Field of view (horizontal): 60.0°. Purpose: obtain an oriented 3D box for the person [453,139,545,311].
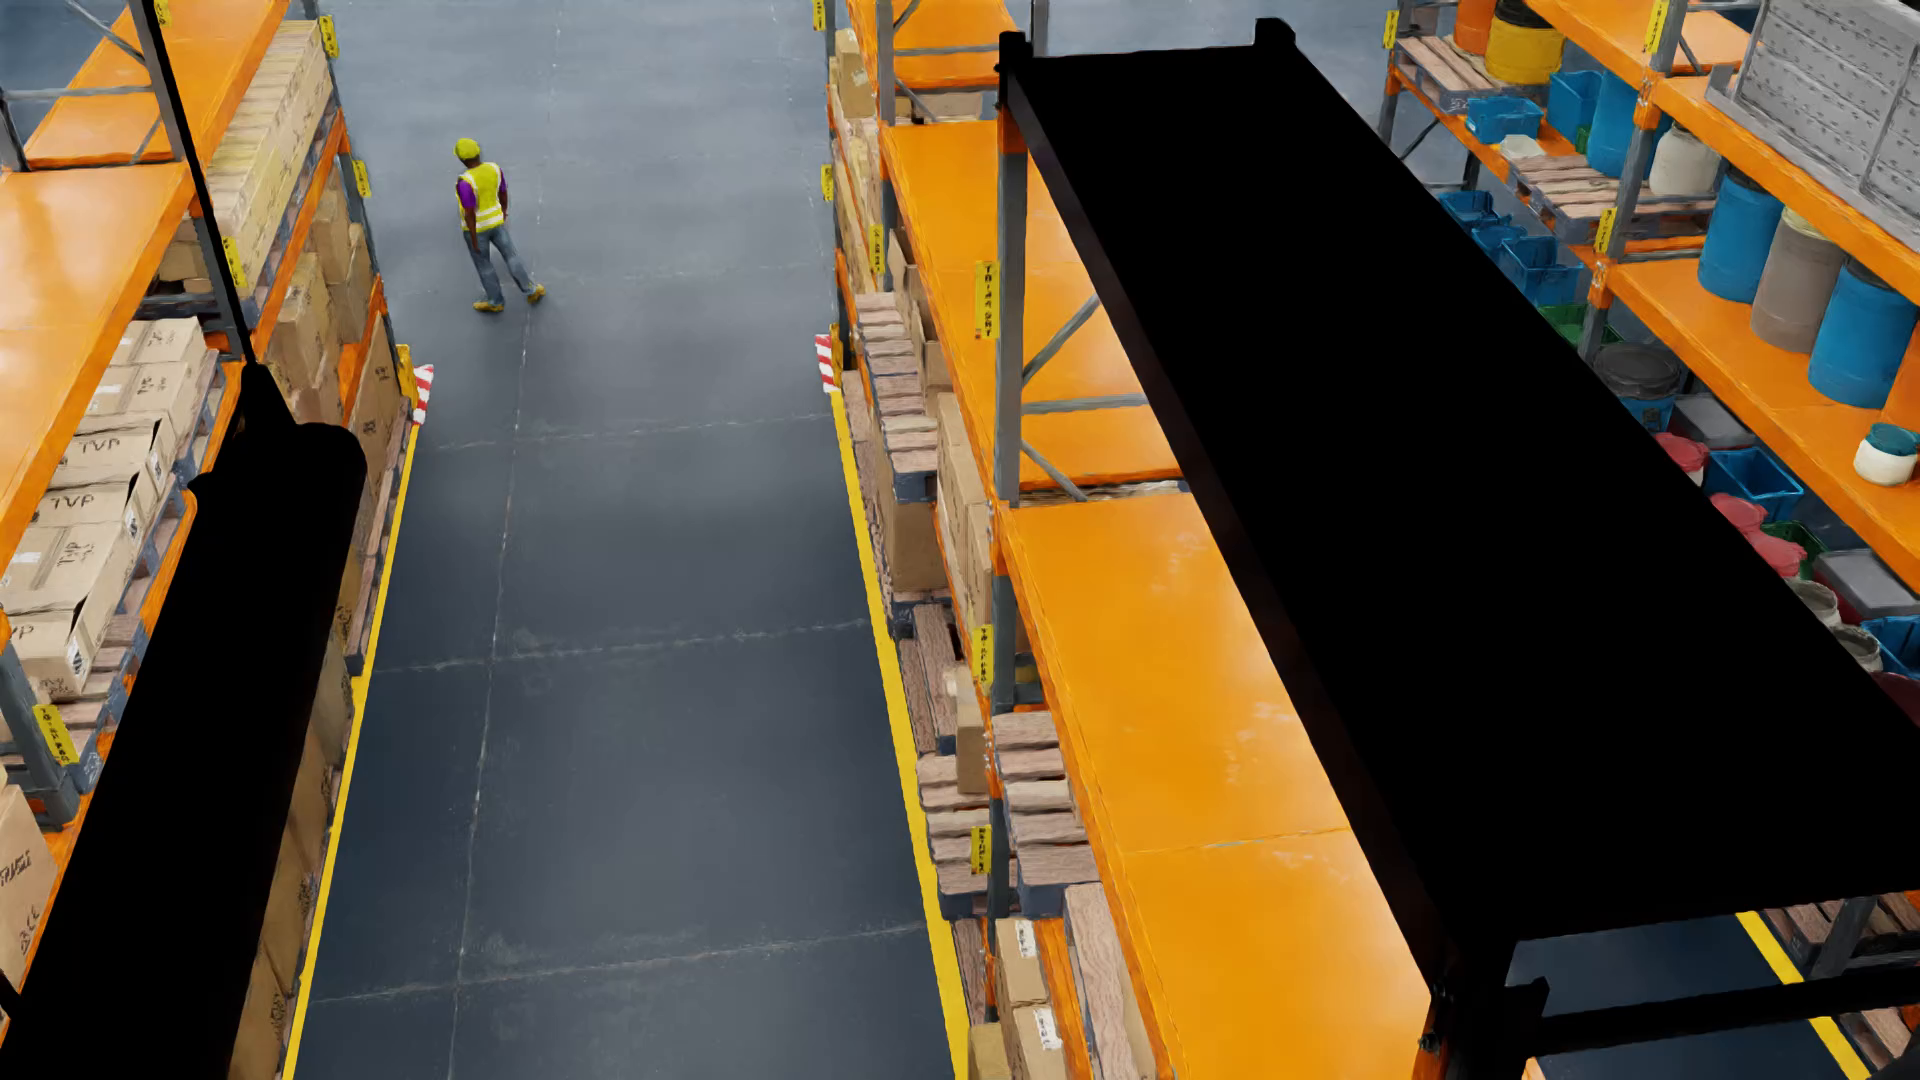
[{"bbox_3d":[-4.514,-3.095,16.186,0.474,1.762,0.723,24,43,29],"label":"person"}]
